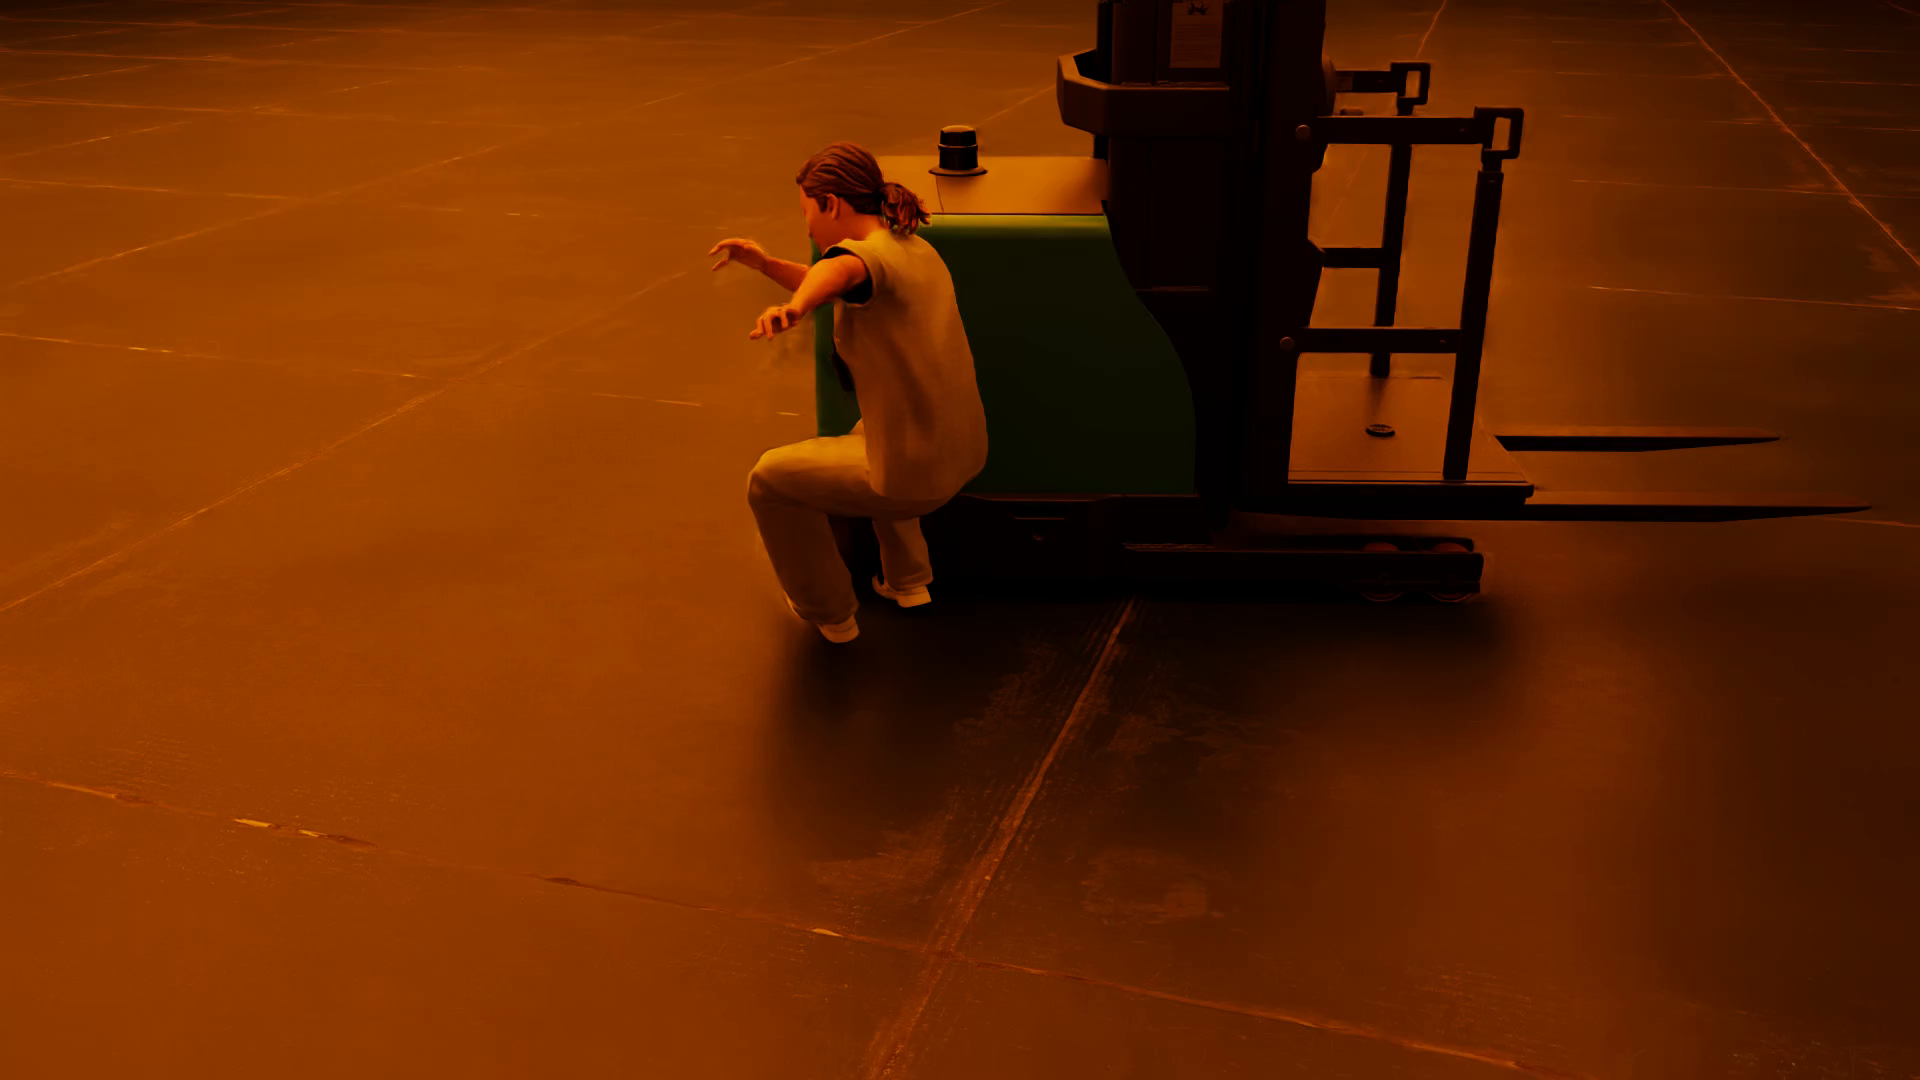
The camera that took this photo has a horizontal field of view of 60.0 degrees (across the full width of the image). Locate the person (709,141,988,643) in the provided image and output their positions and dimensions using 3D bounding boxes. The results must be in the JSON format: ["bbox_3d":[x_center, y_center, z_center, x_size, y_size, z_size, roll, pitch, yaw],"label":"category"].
[{"bbox_3d":[-0.318,-0.232,3.982,0.675,1.346,1.288,12,25,26],"label":"person"}]

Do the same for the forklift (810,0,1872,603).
[{"bbox_3d":[1.111,-1.384,4.632,3.031,2.935,1.130,0,22,1],"label":"forklift"}]
